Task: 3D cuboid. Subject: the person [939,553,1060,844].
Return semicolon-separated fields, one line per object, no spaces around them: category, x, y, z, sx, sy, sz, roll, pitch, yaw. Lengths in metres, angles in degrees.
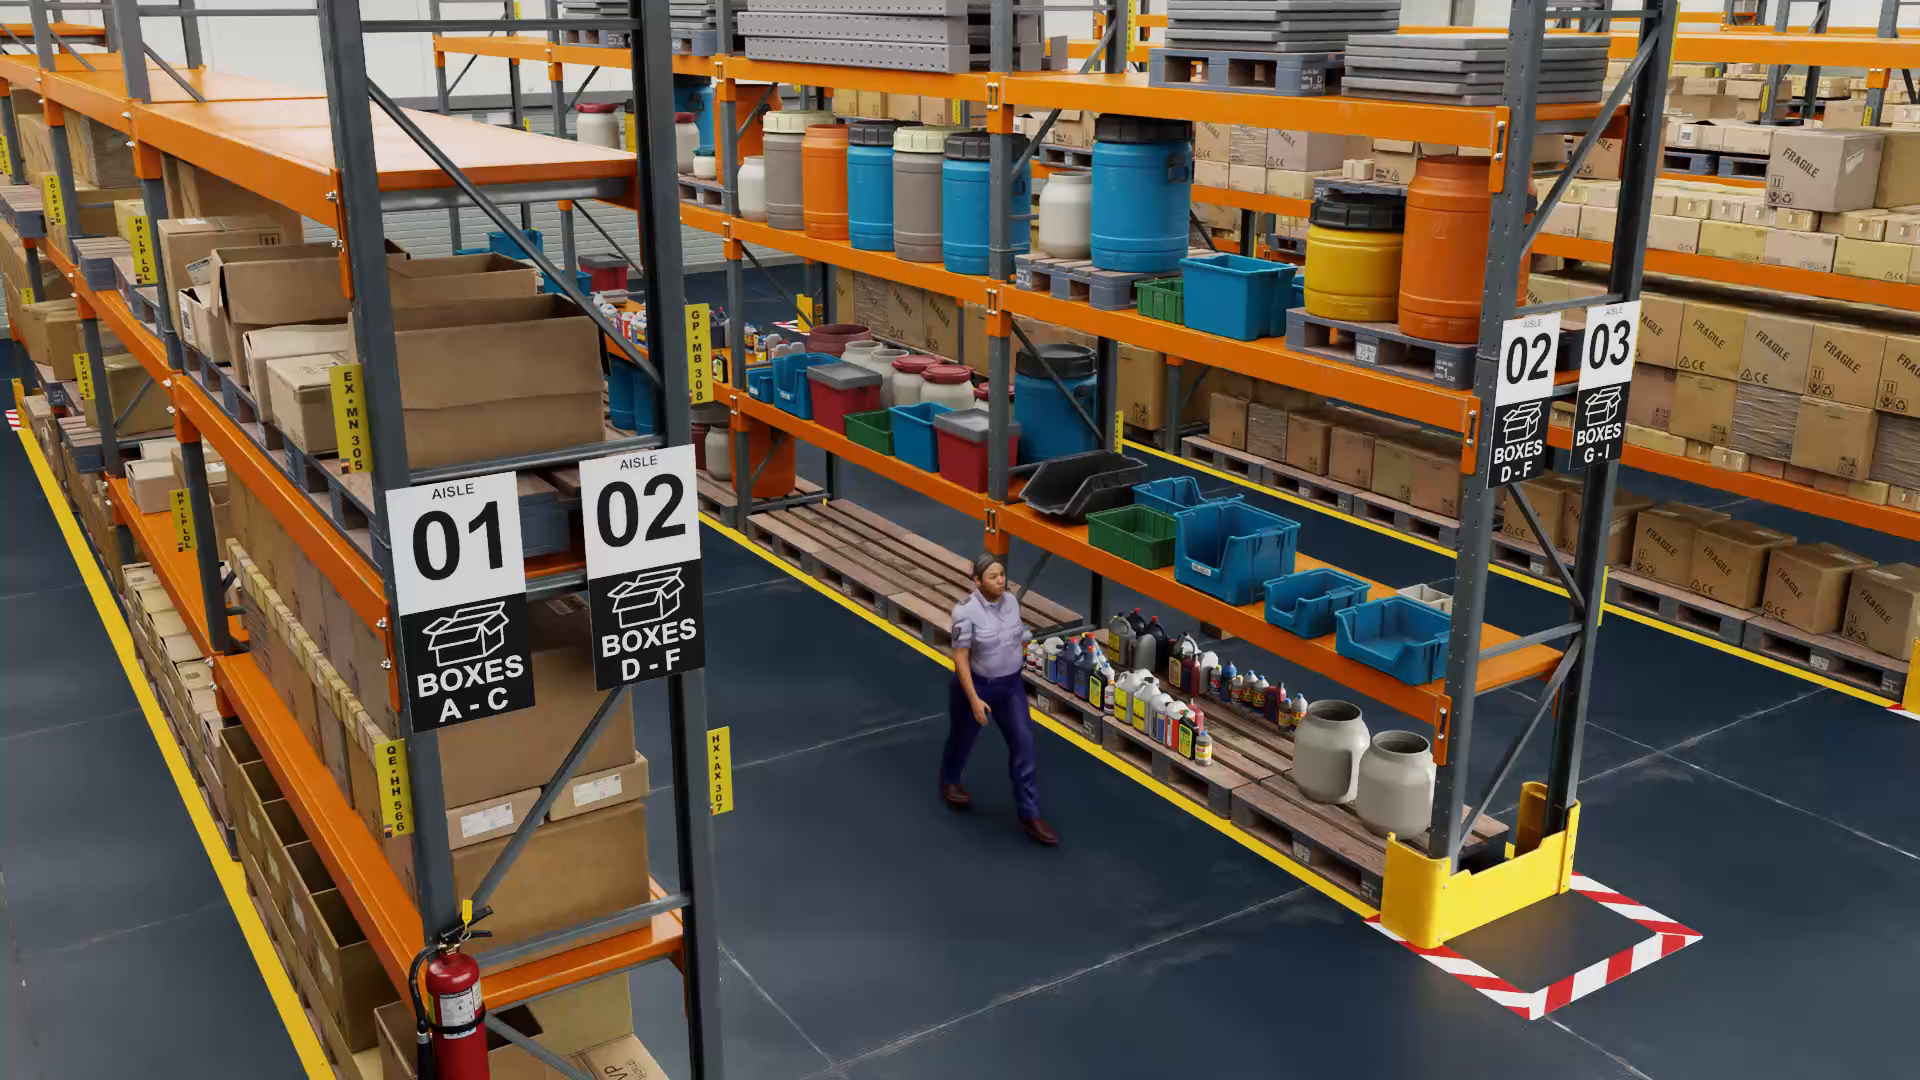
person;0.190;0.864;9.463;0.497;1.588;0.948;-10;21;-29
